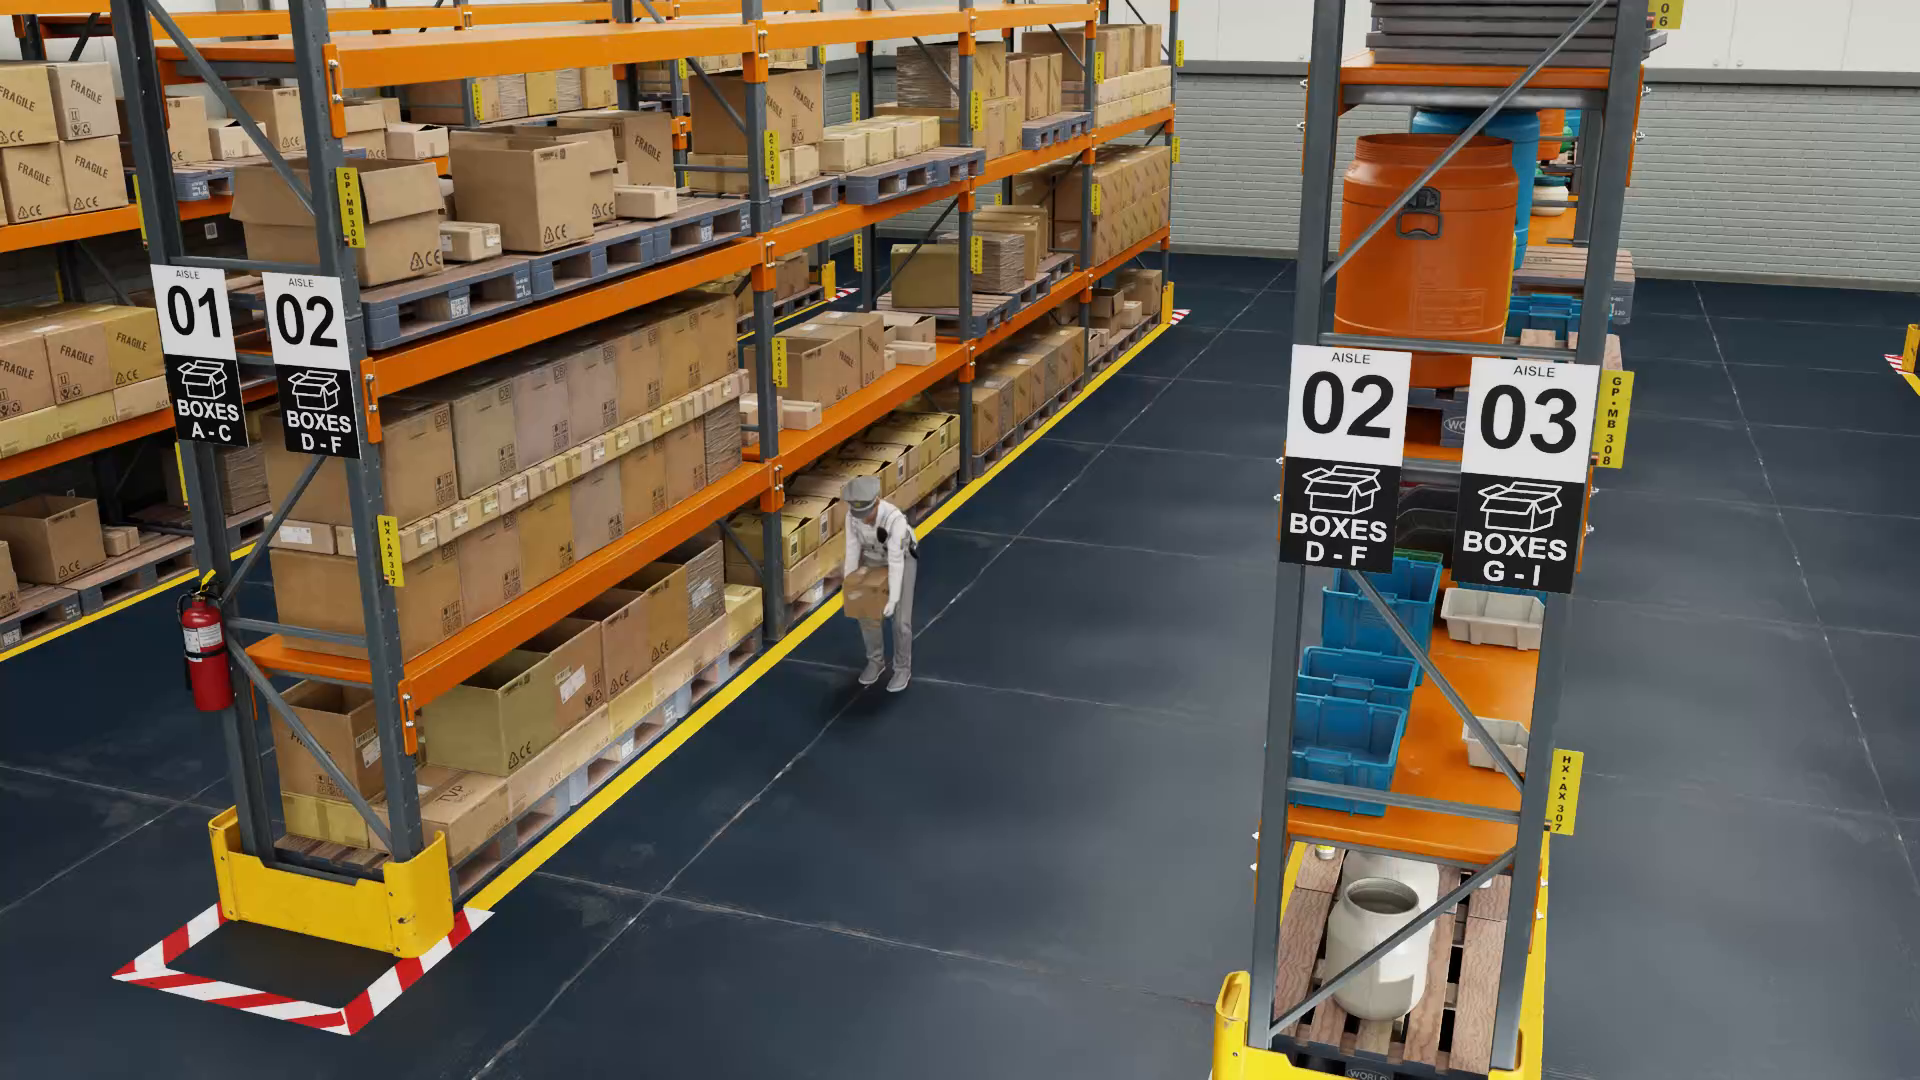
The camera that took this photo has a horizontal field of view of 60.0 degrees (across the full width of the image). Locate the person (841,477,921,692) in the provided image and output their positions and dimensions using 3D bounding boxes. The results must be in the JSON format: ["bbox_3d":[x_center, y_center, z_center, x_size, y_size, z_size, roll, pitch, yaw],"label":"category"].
[{"bbox_3d":[-0.515,0.270,10.560,0.409,1.483,0.758,6,20,18],"label":"person"}]
